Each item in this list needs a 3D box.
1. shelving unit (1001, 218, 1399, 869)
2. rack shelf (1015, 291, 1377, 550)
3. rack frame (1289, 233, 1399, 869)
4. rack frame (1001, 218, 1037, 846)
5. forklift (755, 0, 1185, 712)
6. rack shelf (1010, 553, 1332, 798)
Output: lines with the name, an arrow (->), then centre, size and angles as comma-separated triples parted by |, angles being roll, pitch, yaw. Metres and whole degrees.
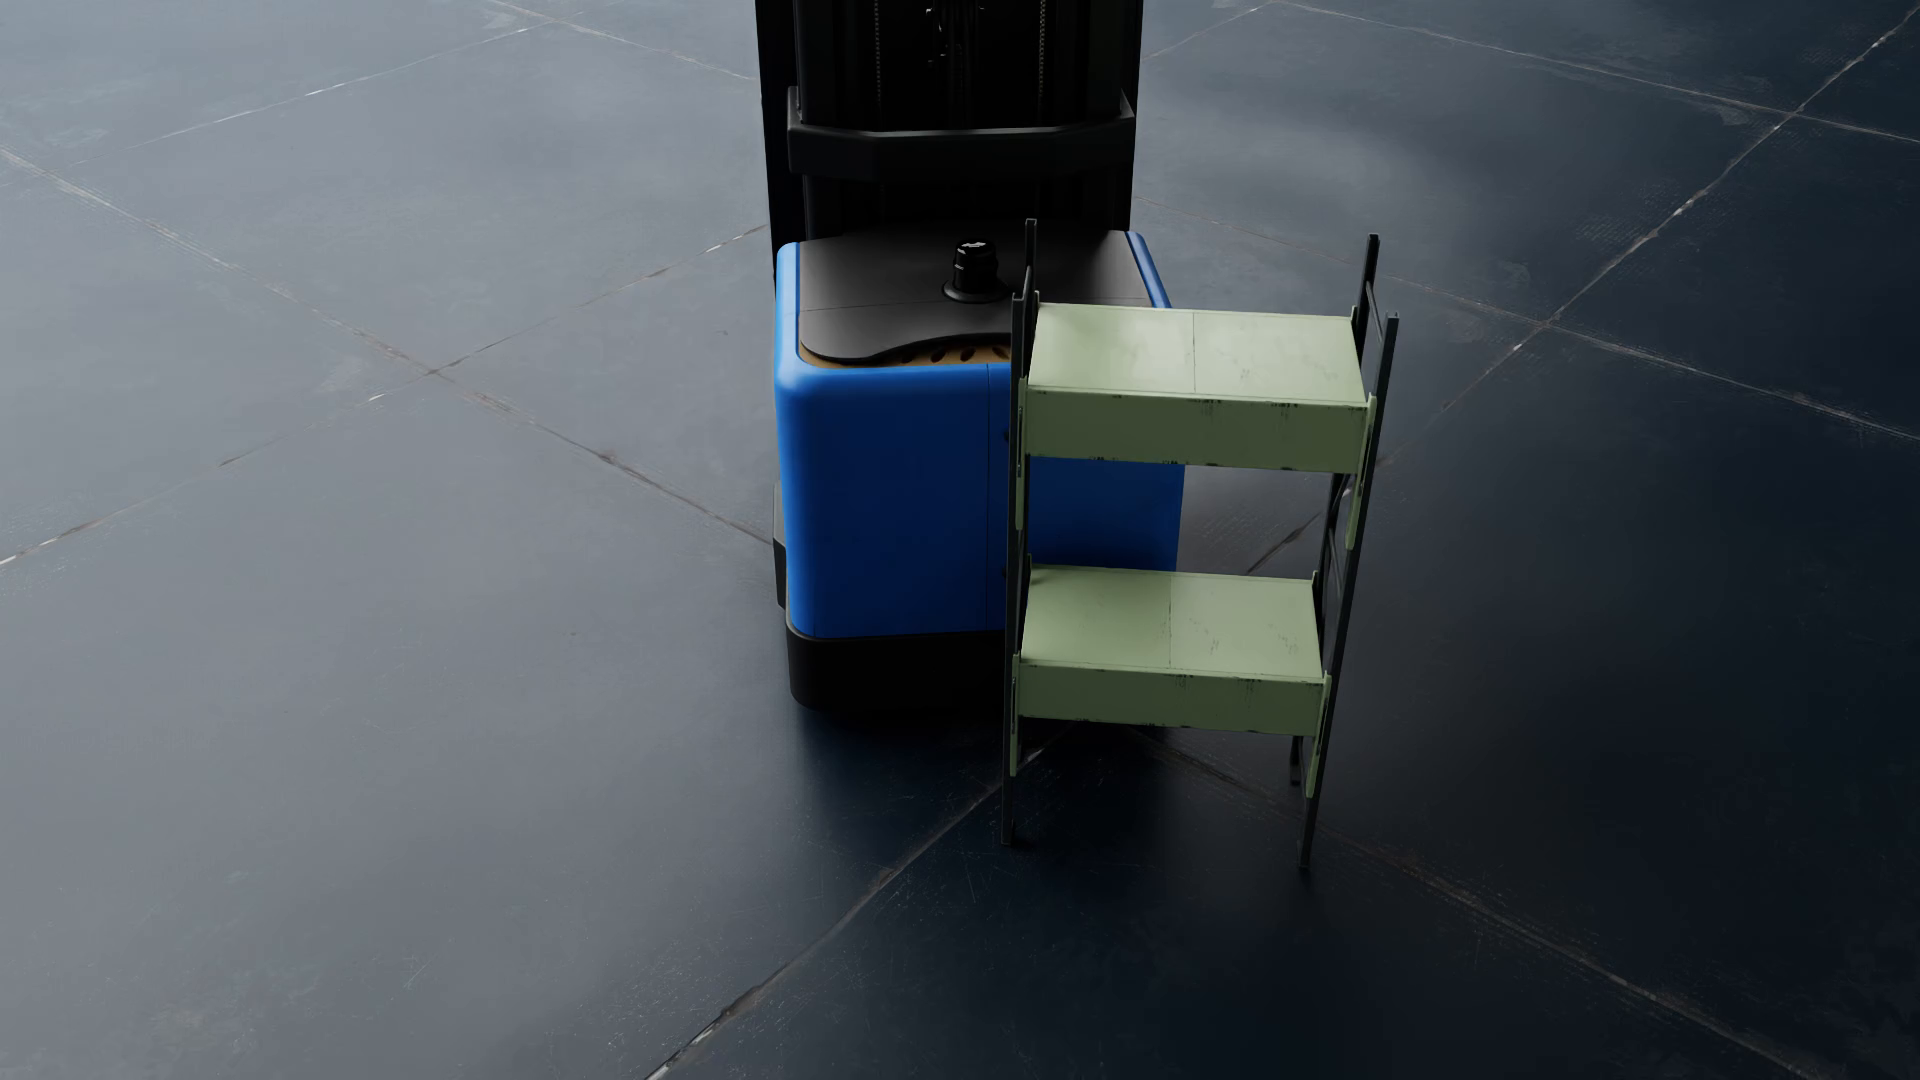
shelving unit -> 0.499, 0.053, 3.848 | 0.755, 1.500, 0.431 | 3, 35, 5
rack shelf -> 0.499, -0.268, 3.627 | 0.720, 0.370, 0.431 | 3, 35, 5
rack frame -> 0.863, 0.075, 3.816 | 0.023, 1.500, 0.400 | 3, 35, 5
rack frame -> 0.135, 0.031, 3.879 | 0.023, 1.500, 0.400 | 3, 35, 5
forklift -> -0.050, -1.561, 4.934 | 1.130, 2.935, 3.031 | -3, 35, -4
rack shelf -> 0.499, 0.322, 4.032 | 0.720, 0.370, 0.431 | 3, 35, 5
